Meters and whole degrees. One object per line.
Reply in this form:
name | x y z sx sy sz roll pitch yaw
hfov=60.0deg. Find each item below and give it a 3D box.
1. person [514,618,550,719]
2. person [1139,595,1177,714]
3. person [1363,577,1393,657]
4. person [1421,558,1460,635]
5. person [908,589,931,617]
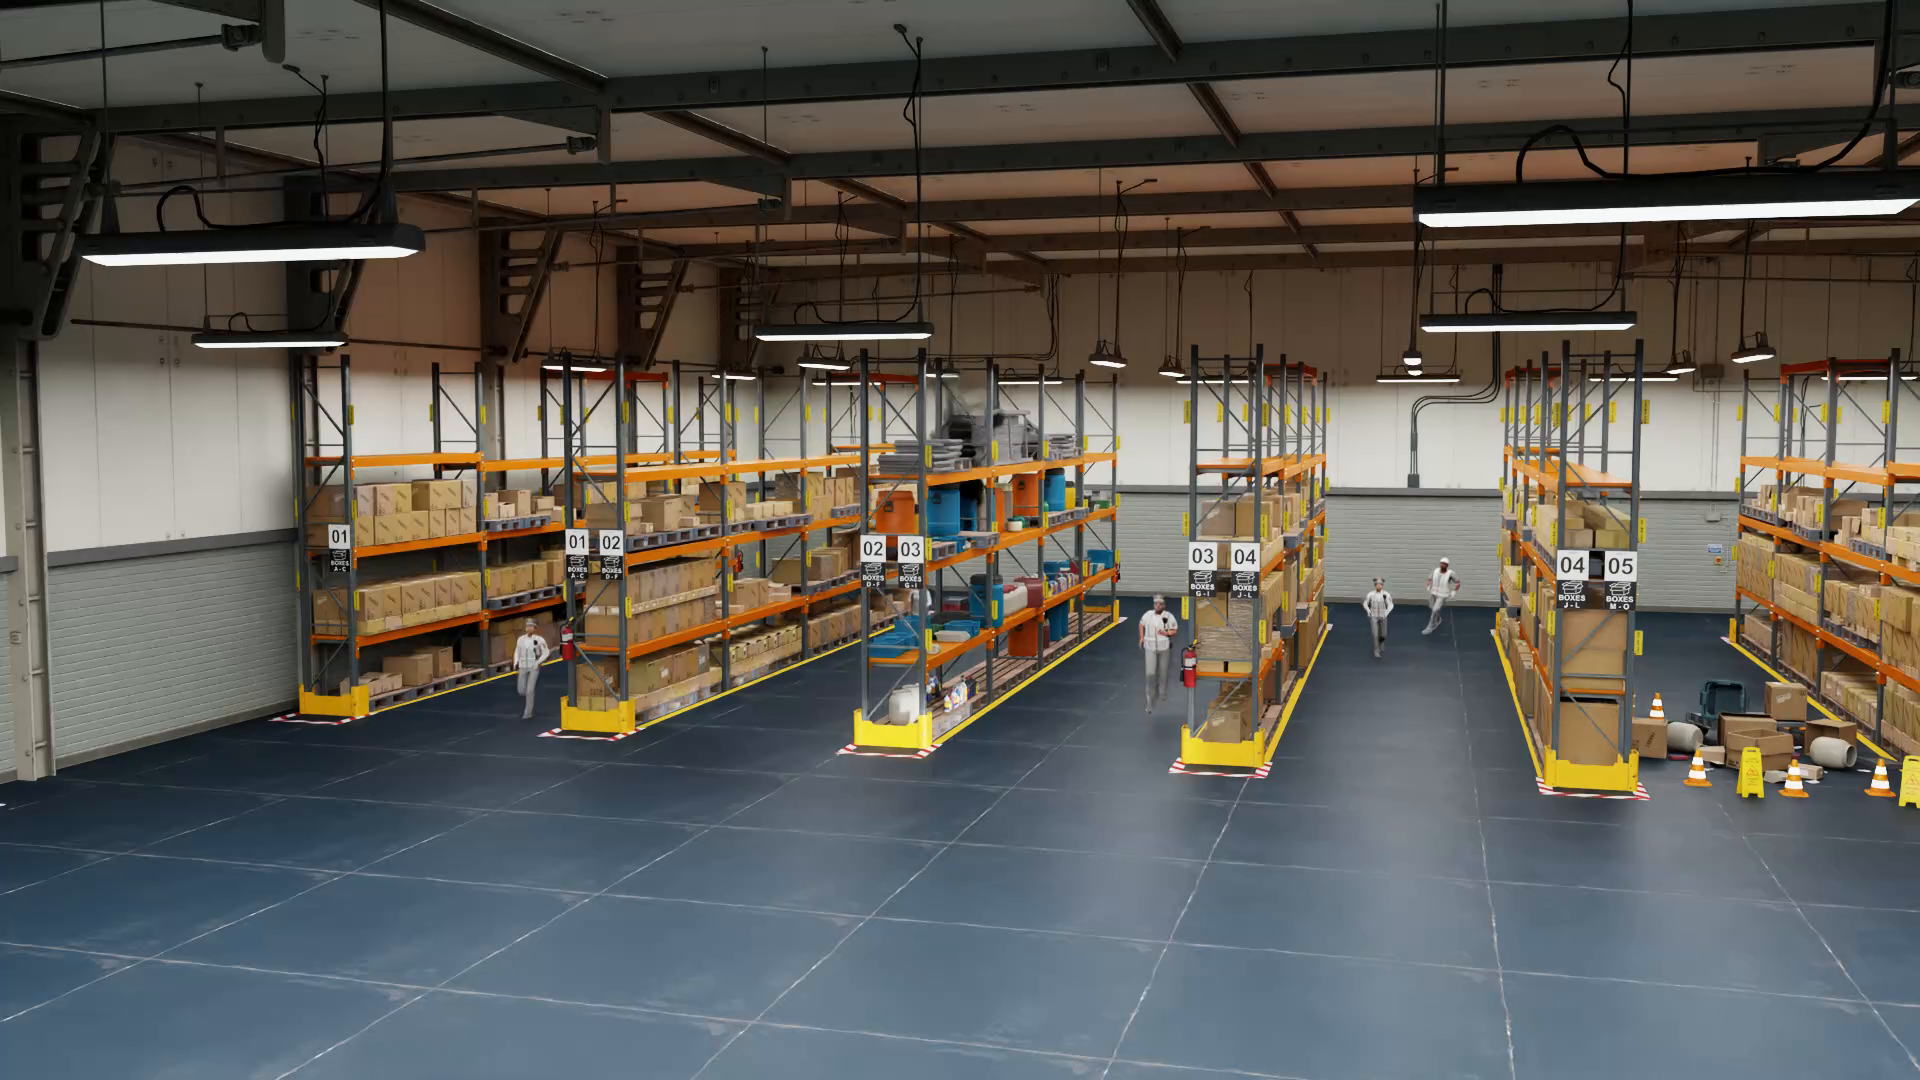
person | -7.121 2.114 27.596 0.608 1.649 0.613 0 4 3
person | 3.209 1.836 27.002 0.633 1.918 0.724 1 4 9
person | 8.671 1.591 34.490 0.614 1.647 0.560 1 4 12
person | 10.967 1.270 37.955 0.744 1.742 0.967 4 6 44
person | -0.840 1.602 34.696 0.498 1.638 0.782 0 4 2
